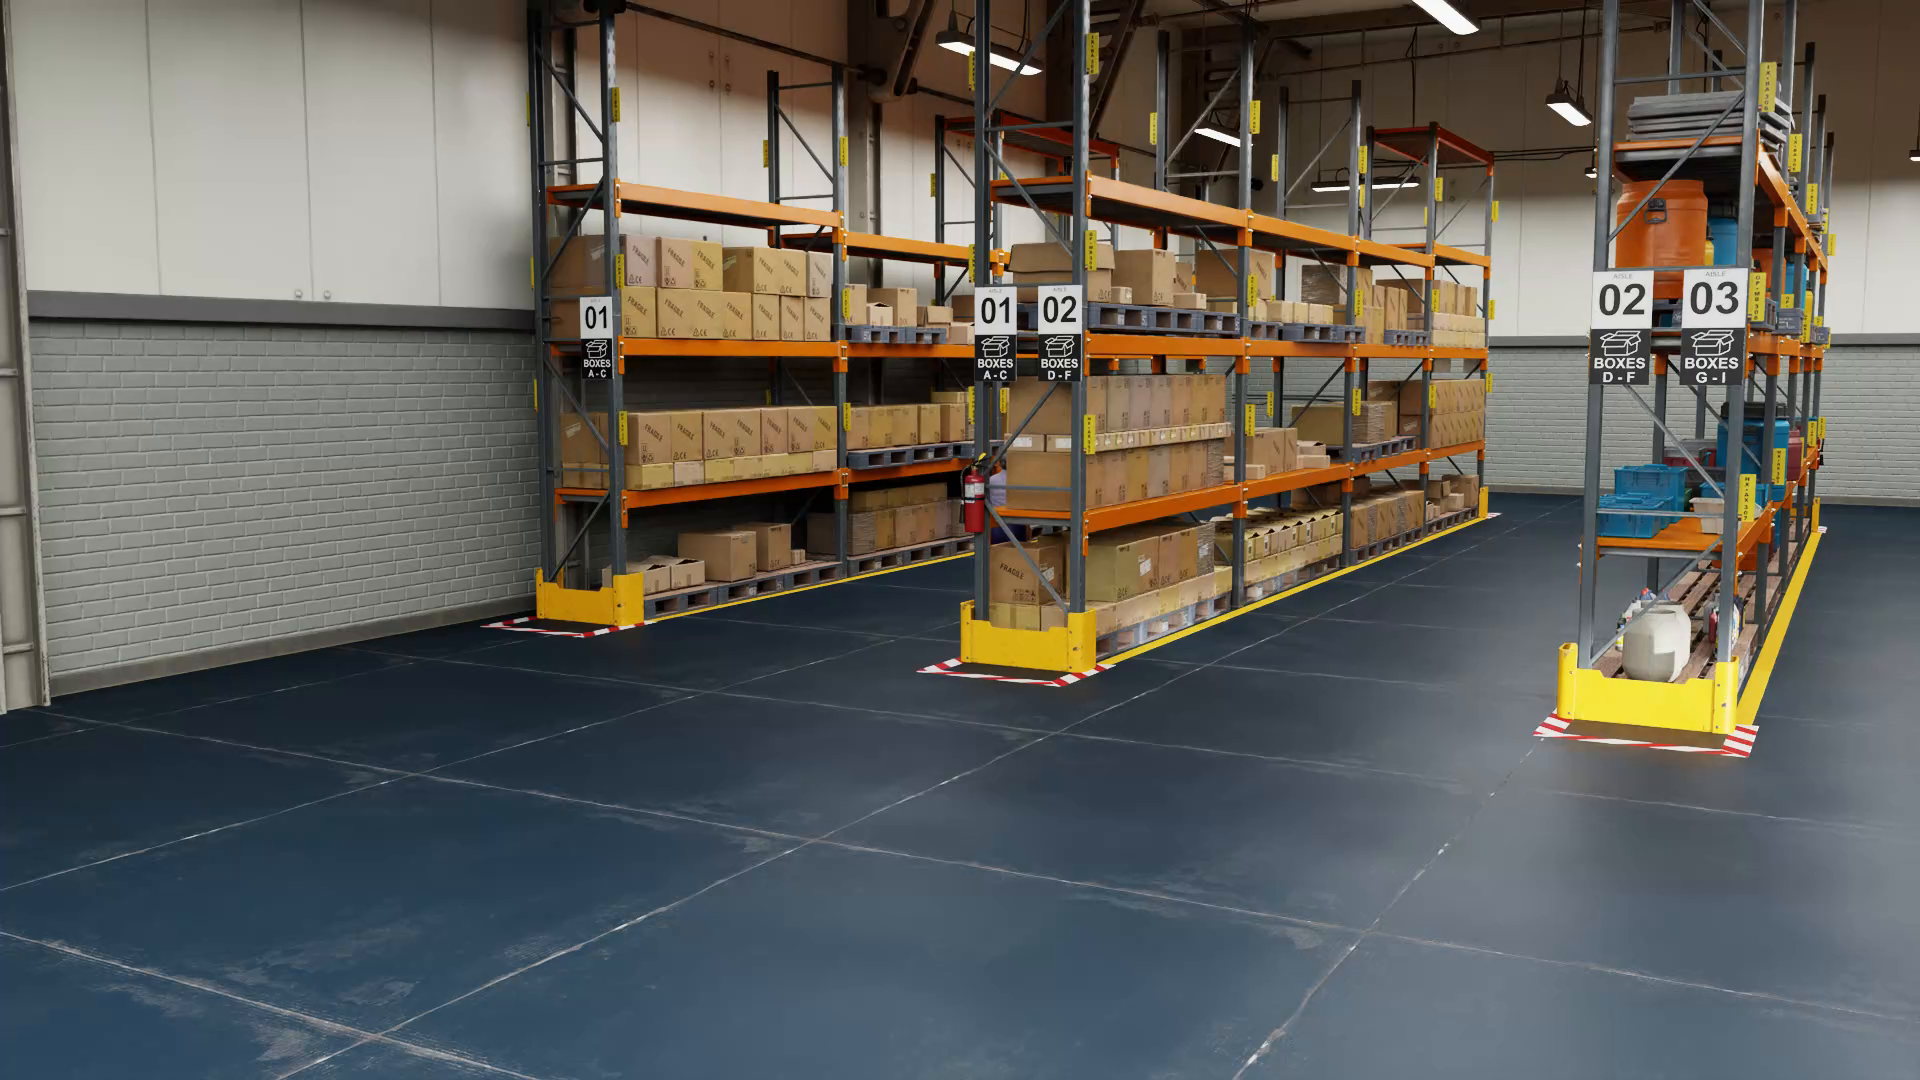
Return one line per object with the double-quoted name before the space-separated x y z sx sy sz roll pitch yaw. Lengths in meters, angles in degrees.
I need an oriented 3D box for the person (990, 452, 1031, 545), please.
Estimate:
"person" 0.496 -0.085 17.208 0.535 1.653 0.373 3 7 27
